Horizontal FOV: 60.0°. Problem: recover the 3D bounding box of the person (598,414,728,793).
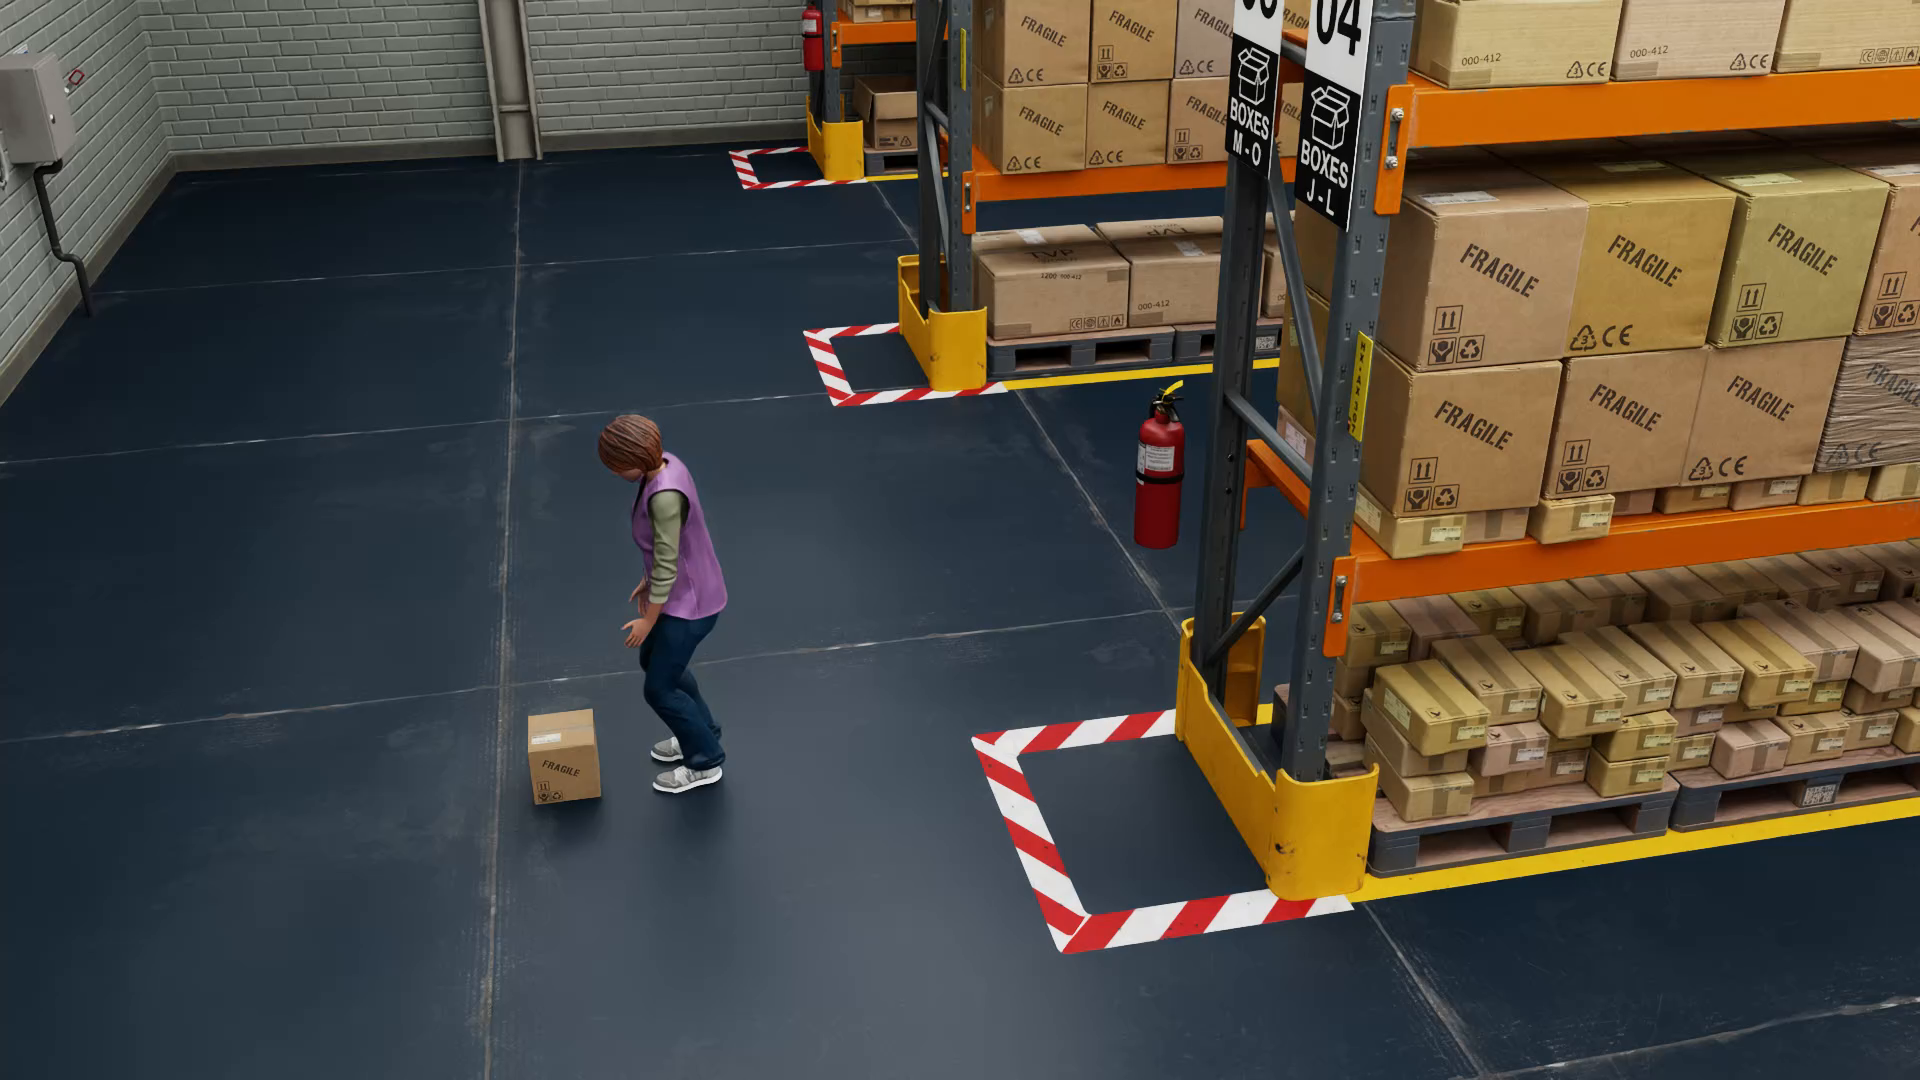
[{"bbox_3d":[-1.080,0.249,6.235,0.417,1.523,0.433,-5,28,-10],"label":"person"}]
